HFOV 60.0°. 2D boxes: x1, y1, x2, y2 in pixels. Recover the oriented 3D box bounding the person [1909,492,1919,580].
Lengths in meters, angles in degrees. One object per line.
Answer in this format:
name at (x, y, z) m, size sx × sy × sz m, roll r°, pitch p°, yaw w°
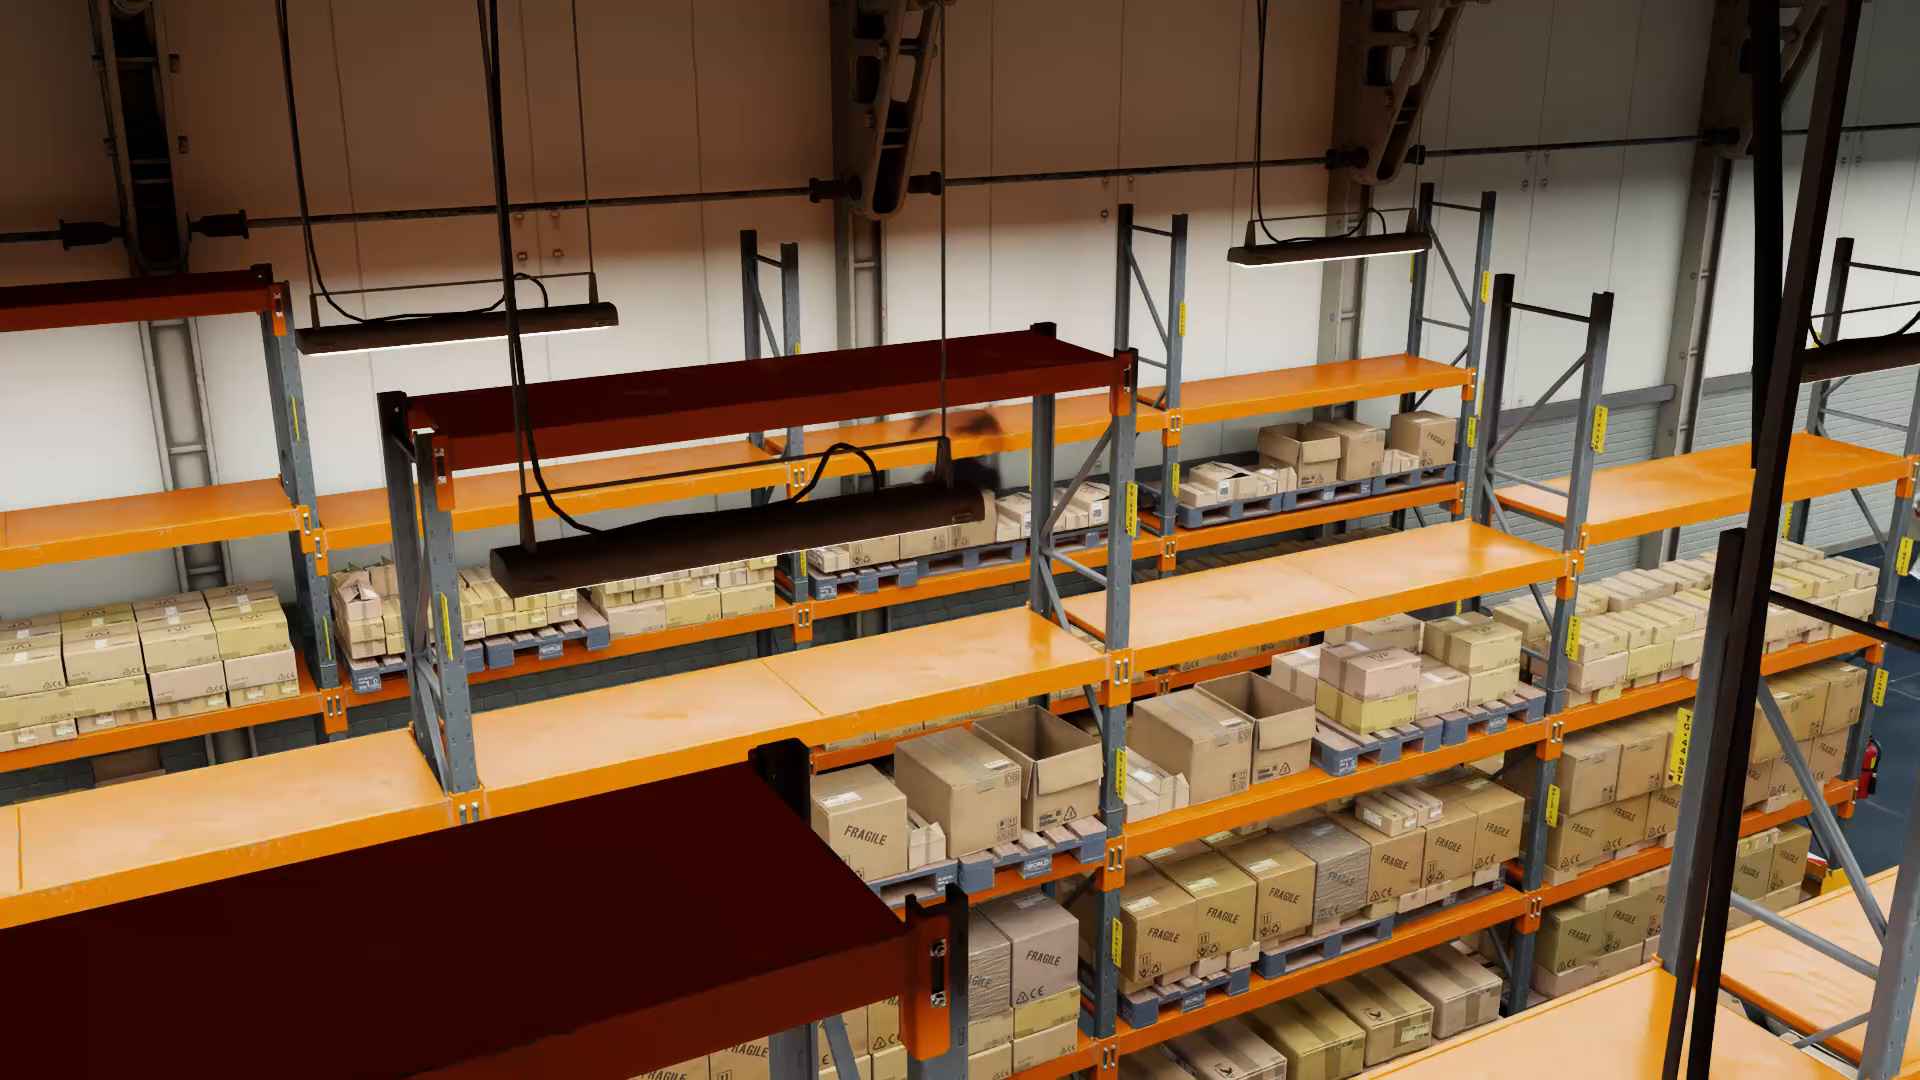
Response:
person at (13.738, -0.184, 23.530) m, size 0.758 × 1.634 × 0.557 m, roll -10°, pitch 21°, yaw -28°
